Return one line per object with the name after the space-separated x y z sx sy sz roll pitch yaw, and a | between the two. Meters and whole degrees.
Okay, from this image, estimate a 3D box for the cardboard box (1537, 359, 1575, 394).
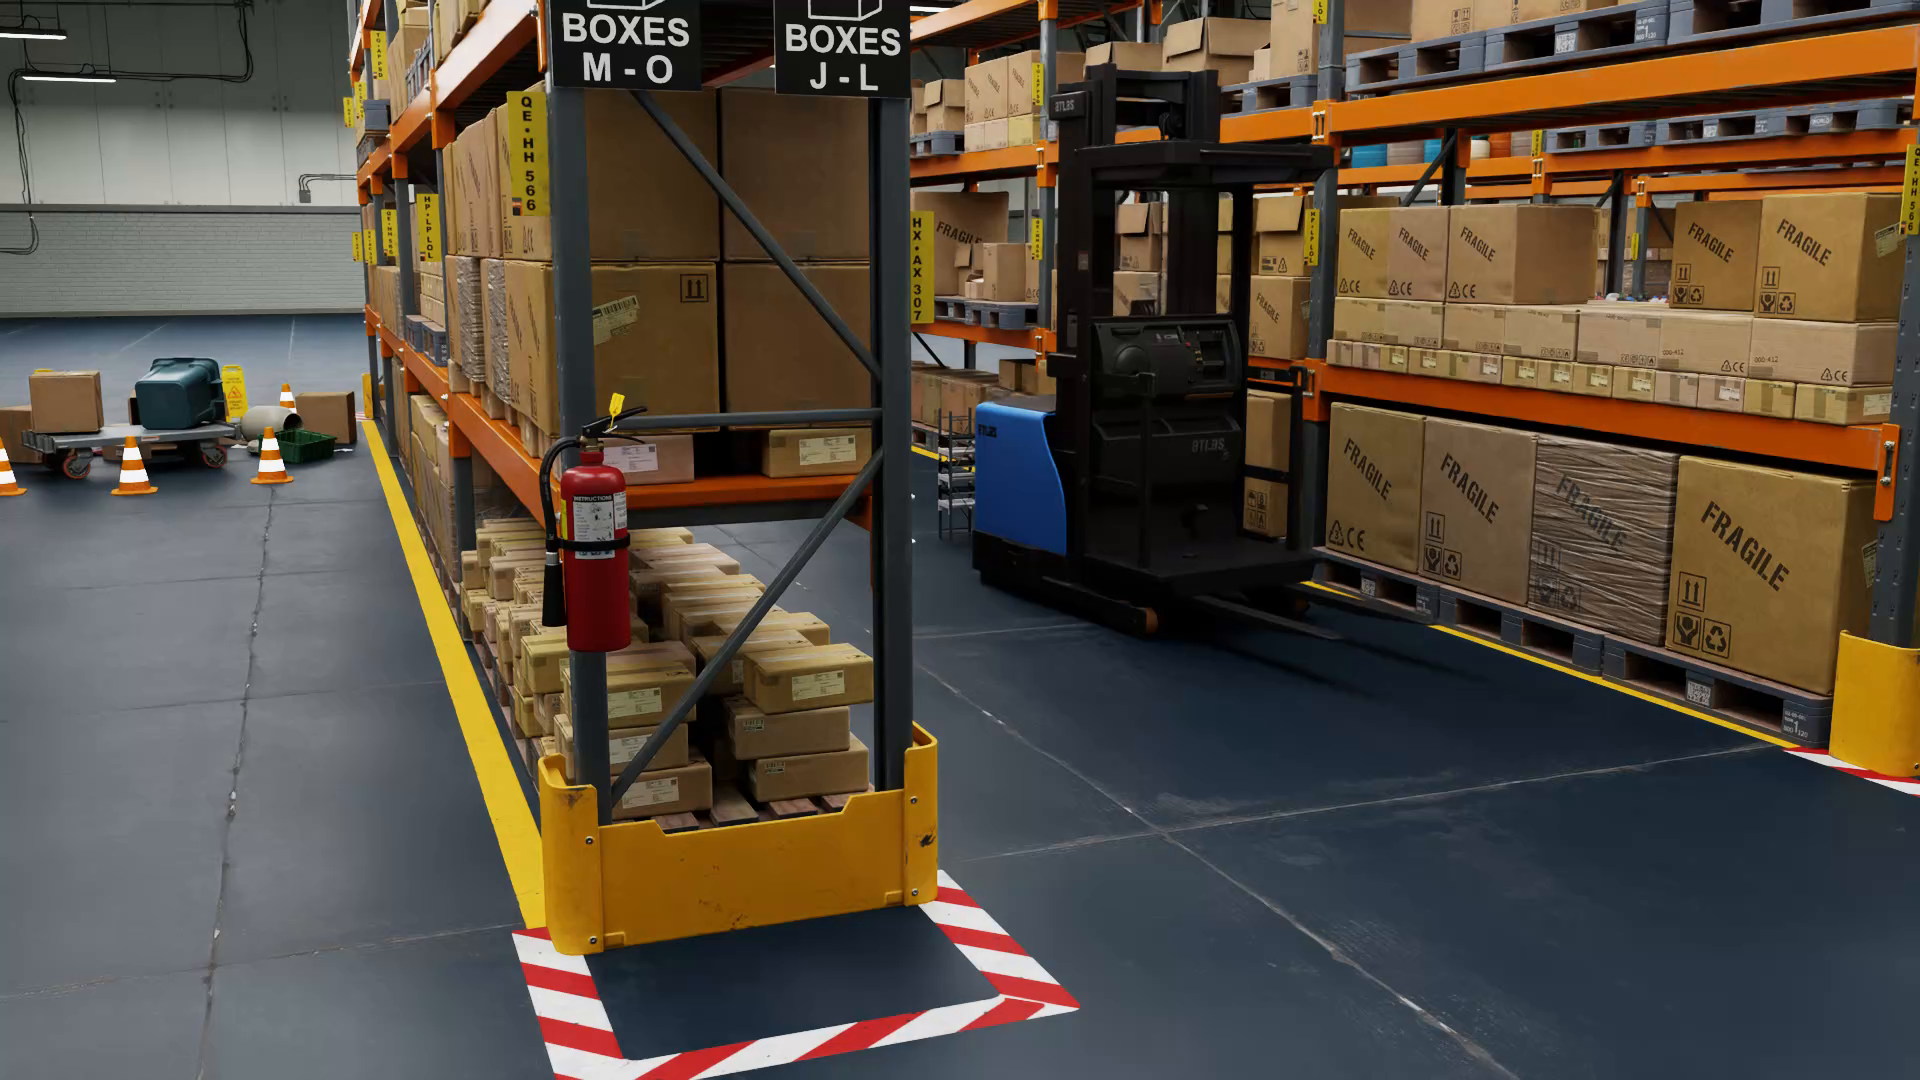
3.040 -0.800 8.072 0.380 0.149 0.250 -4 11 -20 | cardboard box

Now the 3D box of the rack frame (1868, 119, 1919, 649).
4.030 -0.637 6.438 1.000 3.000 0.127 -4 11 -21 | rack frame

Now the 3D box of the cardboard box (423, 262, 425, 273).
-3.442 -1.889 11.297 0.380 0.149 0.250 -4 11 -22 | cardboard box

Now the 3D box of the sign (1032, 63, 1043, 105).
0.624 -3.640 13.279 0.100 0.325 0.005 -4 11 -21 | sign

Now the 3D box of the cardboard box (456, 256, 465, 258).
-1.949 -1.011 7.401 0.500 0.500 0.500 -4 11 -21 | cardboard box

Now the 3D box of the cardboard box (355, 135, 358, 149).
-6.602 -4.483 18.728 0.380 0.149 0.250 -4 11 -20 | cardboard box

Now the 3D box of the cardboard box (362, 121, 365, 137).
-5.776 -4.112 16.639 0.380 0.149 0.250 -4 11 -20 | cardboard box

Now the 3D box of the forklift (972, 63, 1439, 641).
1.243 -1.029 8.834 1.130 2.935 3.031 -6 12 -29 | forklift

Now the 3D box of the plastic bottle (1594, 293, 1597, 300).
5.744 -2.115 15.099 0.152 0.276 0.135 -4 11 -21 | plastic bottle

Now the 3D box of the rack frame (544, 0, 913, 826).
-0.630 -0.339 4.761 1.000 3.000 0.127 -4 11 -21 | rack frame

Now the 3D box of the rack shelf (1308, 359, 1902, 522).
3.305 -0.610 8.336 1.077 0.370 4.000 -4 11 -21 | rack shelf

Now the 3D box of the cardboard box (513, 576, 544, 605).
-1.605 0.238 6.759 0.380 0.149 0.250 -4 11 -21 | cardboard box

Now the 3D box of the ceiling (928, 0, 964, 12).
1.170 -16.337 51.872 6.000 0.001 6.000 -4 11 -21 | ceiling

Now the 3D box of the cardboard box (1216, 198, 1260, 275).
2.103 -2.050 11.229 0.797 0.503 0.637 -4 11 -20 | cardboard box

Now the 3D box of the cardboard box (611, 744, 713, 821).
-1.015 0.785 5.383 0.380 0.149 0.250 -4 11 -20 | cardboard box

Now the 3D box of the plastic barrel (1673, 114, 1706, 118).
6.272 -3.707 14.327 0.301 0.262 0.301 0 10 0 | plastic barrel

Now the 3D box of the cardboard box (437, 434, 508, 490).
-2.585 -0.443 9.141 0.500 0.250 0.500 -4 11 -22 | cardboard box

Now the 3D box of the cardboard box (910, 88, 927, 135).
-0.241 -4.247 16.674 0.797 0.503 0.637 -4 11 -24 | cardboard box

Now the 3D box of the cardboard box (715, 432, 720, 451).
-0.620 -0.375 5.682 0.380 0.149 0.250 -4 11 -23 | cardboard box

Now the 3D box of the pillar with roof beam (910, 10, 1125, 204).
0.432 -10.731 46.050 9.100 9.000 0.548 -4 11 -21 | pillar with roof beam

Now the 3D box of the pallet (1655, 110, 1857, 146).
6.408 -3.295 13.354 1.003 0.211 1.213 -4 11 -21 | pallet

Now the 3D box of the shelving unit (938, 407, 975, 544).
0.003 -0.442 11.334 0.258 0.900 0.210 -4 11 -21 | shelving unit

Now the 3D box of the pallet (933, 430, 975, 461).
0.411 -0.897 15.859 1.003 0.211 1.213 -4 11 -21 | pallet

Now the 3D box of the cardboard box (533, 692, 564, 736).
-1.277 0.559 5.807 0.380 0.149 0.250 -4 11 -23 | cardboard box

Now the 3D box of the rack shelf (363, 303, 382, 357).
-5.703 -2.270 17.671 1.077 0.370 4.000 -4 11 -21 | rack shelf

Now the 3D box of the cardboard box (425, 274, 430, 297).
-3.341 -1.695 11.054 0.380 0.149 0.250 -4 11 -23 | cardboard box

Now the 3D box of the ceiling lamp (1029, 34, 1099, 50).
2.348 -12.424 38.905 2.000 3.185 0.800 -4 11 -21 | ceiling lamp

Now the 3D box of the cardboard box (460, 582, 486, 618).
-2.247 0.285 8.196 0.380 0.149 0.250 -4 11 -23 | cardboard box

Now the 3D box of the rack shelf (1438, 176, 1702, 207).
8.191 -4.673 22.616 1.077 0.370 4.000 -4 11 -21 | rack shelf

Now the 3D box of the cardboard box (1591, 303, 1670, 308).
3.540 -1.057 8.376 0.500 0.250 0.500 -4 11 -22 | cardboard box

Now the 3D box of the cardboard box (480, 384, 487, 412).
-1.850 -0.634 7.134 0.380 0.149 0.250 -4 11 -20 | cardboard box

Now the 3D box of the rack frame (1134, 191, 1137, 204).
2.848 -3.563 22.887 1.000 3.000 0.127 -4 11 -21 | rack frame

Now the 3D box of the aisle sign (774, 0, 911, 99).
-0.324 -1.626 4.574 0.394 0.787 0.004 -4 11 -21 | aisle sign

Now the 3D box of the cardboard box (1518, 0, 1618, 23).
3.168 -2.766 8.070 0.700 0.500 0.500 -3 11 -18 | cardboard box

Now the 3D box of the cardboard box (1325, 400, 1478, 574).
2.745 -0.338 9.624 0.875 0.875 0.875 -4 11 -21 | cardboard box

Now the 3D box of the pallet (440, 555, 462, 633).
-2.363 0.254 9.390 1.003 0.211 1.213 -4 11 -21 | pallet

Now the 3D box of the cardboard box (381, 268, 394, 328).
-4.676 -2.080 14.263 0.500 0.500 0.500 -4 11 -21 | cardboard box

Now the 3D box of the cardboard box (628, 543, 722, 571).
-1.276 0.119 7.431 0.380 0.149 0.250 -4 11 -24 | cardboard box

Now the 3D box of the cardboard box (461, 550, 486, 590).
-2.246 0.138 8.172 0.380 0.149 0.250 -3 11 -18 | cardboard box

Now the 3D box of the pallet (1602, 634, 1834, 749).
3.667 0.610 7.388 1.003 0.211 1.213 -4 11 -21 | pallet

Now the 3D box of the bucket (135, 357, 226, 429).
-7.176 -1.310 15.229 0.726 0.611 0.620 0 20 -1 | bucket

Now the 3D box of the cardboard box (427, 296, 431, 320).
-3.359 -1.554 11.111 0.380 0.149 0.250 -3 11 -18 | cardboard box

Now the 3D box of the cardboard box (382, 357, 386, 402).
-6.120 -2.005 18.994 0.875 0.875 0.875 -4 11 -21 | cardboard box

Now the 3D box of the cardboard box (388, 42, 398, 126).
-3.570 -3.061 11.212 0.500 0.500 0.500 -4 11 -21 | cardboard box

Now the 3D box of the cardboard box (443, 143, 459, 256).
-2.143 -1.591 7.808 0.500 0.500 0.500 -4 11 -20 | cardboard box

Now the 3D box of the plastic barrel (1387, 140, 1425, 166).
4.921 -4.458 17.921 0.600 0.901 0.600 0 10 0 | plastic barrel

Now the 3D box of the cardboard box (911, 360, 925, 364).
-0.641 -1.733 18.536 0.500 0.500 0.500 0 10 -3 | cardboard box

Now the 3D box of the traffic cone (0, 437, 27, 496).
-7.801 -0.605 13.498 0.336 0.463 0.334 -4 11 -21 | traffic cone

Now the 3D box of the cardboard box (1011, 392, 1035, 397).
0.869 -1.037 14.567 0.700 0.500 0.500 -5 11 -24 | cardboard box

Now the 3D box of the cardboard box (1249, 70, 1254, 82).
2.180 -3.103 11.251 0.380 0.149 0.250 -4 11 -23 | cardboard box

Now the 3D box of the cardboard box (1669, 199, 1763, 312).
3.733 -1.340 7.828 0.500 0.500 0.500 -4 11 -22 | cardboard box

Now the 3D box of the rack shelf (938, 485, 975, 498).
0.003 -0.320 11.355 0.258 0.077 0.200 -4 11 -21 | rack shelf

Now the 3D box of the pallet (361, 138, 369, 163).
-5.703 -4.064 17.390 1.003 0.211 1.213 -4 11 -21 | pallet

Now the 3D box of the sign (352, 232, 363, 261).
-6.947 -3.382 19.168 0.100 0.325 0.005 -4 11 -21 | sign
